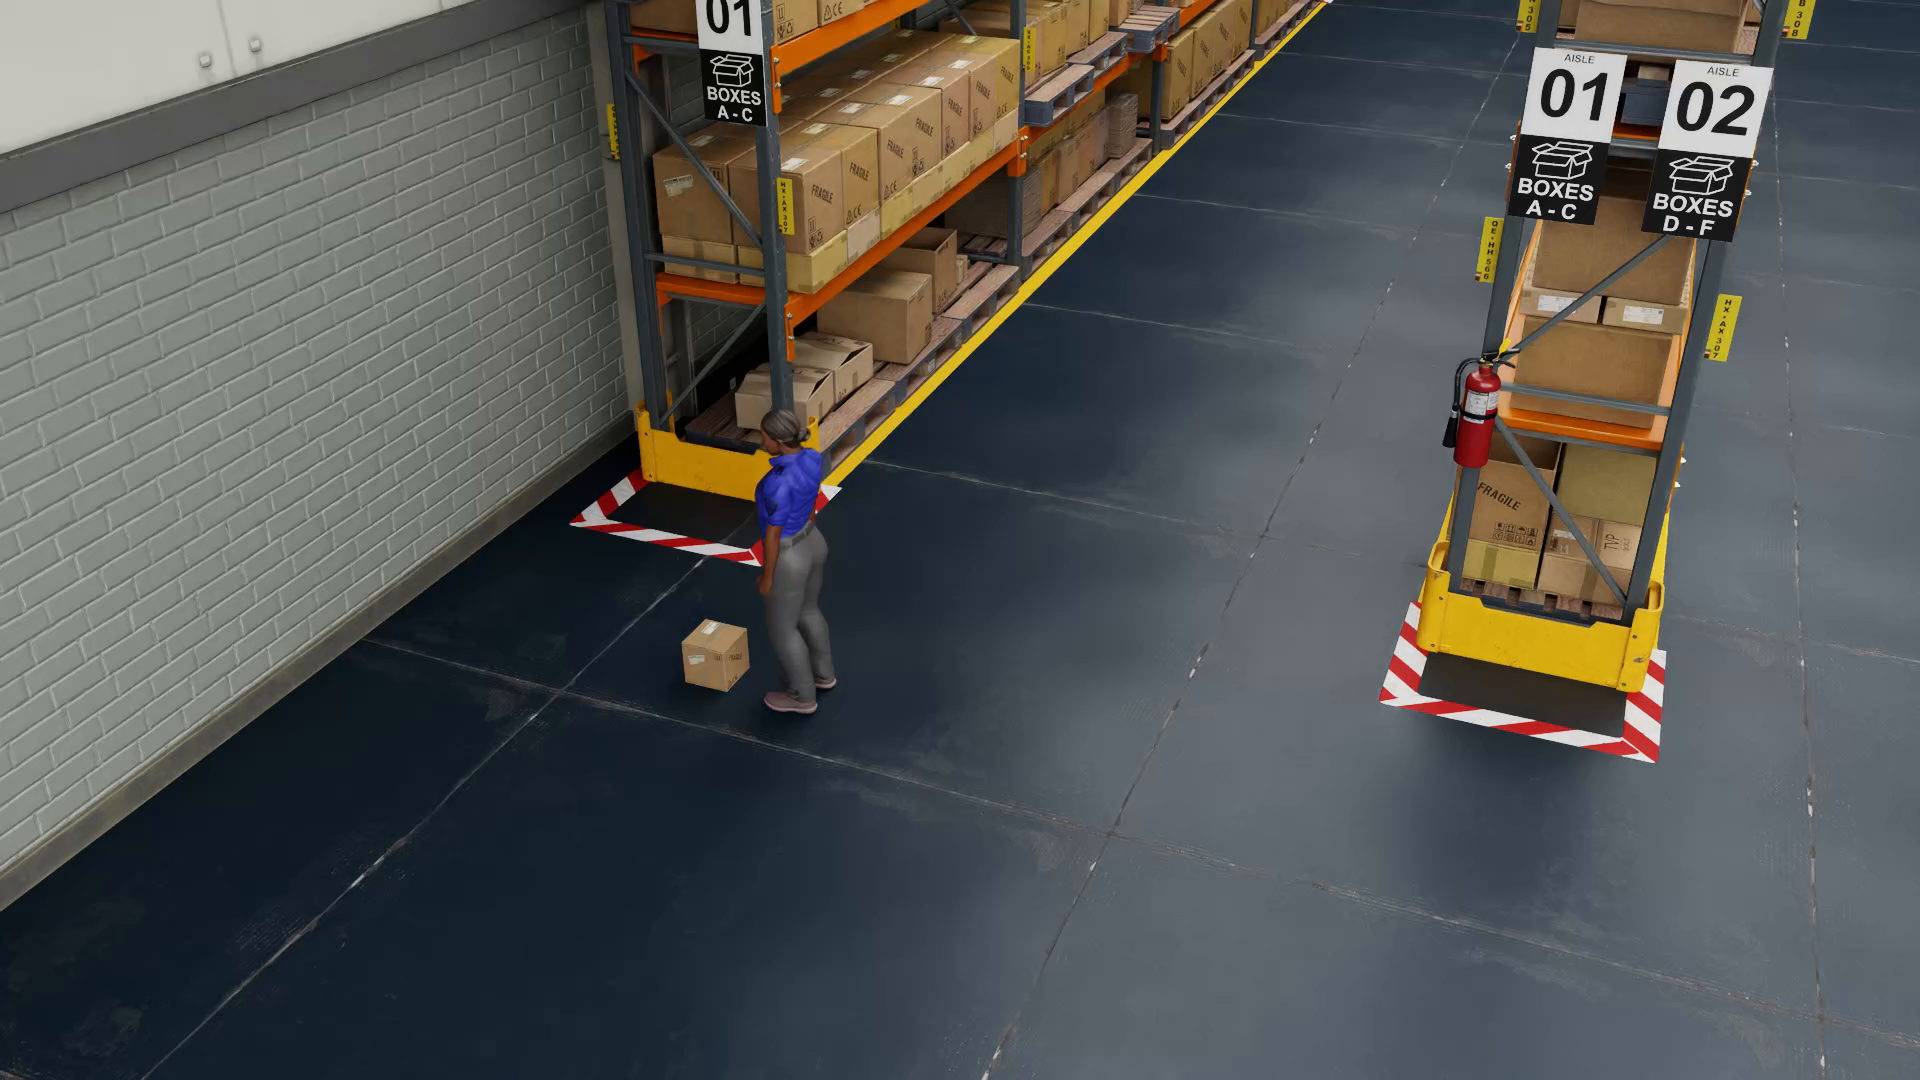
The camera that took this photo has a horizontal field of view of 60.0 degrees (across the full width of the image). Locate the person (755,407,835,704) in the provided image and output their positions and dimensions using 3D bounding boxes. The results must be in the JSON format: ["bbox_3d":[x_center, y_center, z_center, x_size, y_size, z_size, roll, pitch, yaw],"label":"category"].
[{"bbox_3d":[-0.829,0.070,8.206,0.276,1.578,0.434,12,32,20],"label":"person"}]
